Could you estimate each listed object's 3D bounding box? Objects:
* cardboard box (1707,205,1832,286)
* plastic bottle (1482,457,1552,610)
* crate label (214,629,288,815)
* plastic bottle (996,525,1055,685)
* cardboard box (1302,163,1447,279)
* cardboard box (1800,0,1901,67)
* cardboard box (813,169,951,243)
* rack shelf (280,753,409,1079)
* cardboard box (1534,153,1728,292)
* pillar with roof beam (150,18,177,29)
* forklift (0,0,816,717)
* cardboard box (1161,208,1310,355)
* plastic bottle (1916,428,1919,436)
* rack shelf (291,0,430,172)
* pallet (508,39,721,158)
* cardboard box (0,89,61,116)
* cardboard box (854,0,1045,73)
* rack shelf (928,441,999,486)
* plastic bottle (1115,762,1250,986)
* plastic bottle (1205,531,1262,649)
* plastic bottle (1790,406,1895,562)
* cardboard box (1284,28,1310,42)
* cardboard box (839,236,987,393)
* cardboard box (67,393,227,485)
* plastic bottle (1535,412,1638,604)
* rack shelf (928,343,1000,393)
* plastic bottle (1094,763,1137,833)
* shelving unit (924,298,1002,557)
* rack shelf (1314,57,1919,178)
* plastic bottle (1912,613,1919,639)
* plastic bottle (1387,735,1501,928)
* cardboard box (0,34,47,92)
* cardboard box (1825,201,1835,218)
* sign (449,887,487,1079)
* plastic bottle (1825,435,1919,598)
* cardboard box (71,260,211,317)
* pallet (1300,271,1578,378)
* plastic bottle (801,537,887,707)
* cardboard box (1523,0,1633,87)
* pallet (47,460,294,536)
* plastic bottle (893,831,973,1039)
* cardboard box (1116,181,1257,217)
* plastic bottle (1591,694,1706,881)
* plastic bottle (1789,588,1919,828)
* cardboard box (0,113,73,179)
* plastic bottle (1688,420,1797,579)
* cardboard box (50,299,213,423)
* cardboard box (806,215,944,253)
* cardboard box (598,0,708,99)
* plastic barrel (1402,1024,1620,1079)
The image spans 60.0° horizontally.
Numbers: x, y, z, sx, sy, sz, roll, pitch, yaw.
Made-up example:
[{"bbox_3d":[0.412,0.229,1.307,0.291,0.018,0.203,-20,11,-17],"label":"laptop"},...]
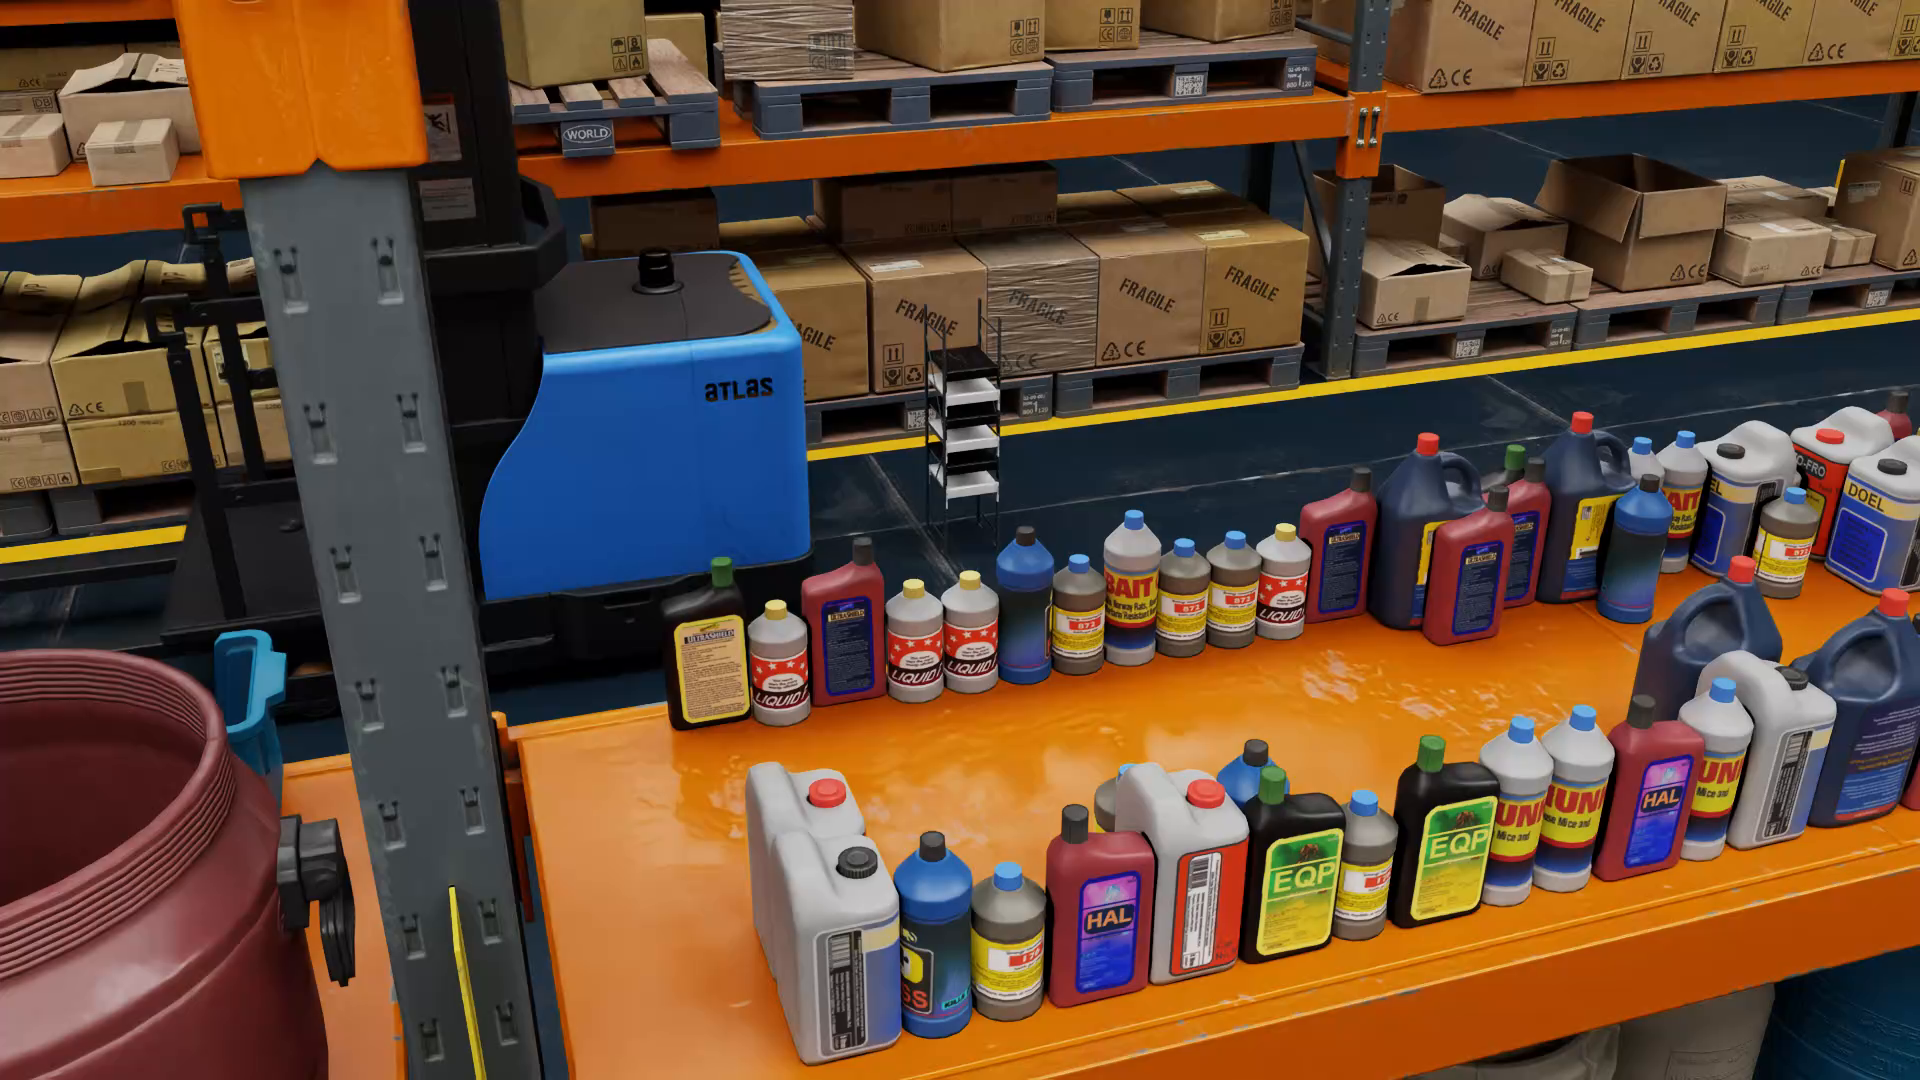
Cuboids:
[{"bbox_3d":[4.060,-1.516,8.527,0.500,0.250,0.500,-8,28,-16],"label":"cardboard box"},{"bbox_3d":[0.997,-0.010,3.028,0.133,0.283,0.061,-8,28,-16],"label":"plastic bottle"},{"bbox_3d":[-1.180,0.324,2.413,0.416,0.233,0.303,-8,28,-16],"label":"crate label"},{"bbox_3d":[0.109,0.104,2.812,0.097,0.271,0.097,0,26,0],"label":"plastic bottle"},{"bbox_3d":[2.064,-1.572,8.360,0.500,0.500,0.500,-8,28,-16],"label":"cardboard box"},{"bbox_3d":[4.103,-2.576,7.953,0.500,0.500,0.500,-8,28,-16],"label":"cardboard box"},{"bbox_3d":[-0.353,-1.539,7.450,0.500,0.250,0.500,-9,28,-17],"label":"cardboard box"},{"bbox_3d":[-2.565,0.947,1.779,4.000,0.370,1.077,-8,28,-16],"label":"rack shelf"},{"bbox_3d":[3.395,-1.636,8.485,0.637,0.503,0.797,-8,28,-16],"label":"cardboard box"},{"bbox_3d":[-3.902,-4.893,5.987,0.400,9.000,9.100,-8,28,-16],"label":"pillar with roof beam"},{"bbox_3d":[-2.055,-1.004,4.977,3.031,2.935,1.130,-8,27,-15],"label":"forklift"},{"bbox_3d":[1.229,-1.185,7.580,0.500,0.500,0.500,-8,28,-16],"label":"cardboard box"},{"bbox_3d":[1.930,-0.128,3.359,0.097,0.201,0.097,0,26,0],"label":"plastic bottle"},{"bbox_3d":[1.238,-0.948,2.221,4.000,0.370,1.077,-8,28,-16],"label":"rack shelf"},{"bbox_3d":[-1.571,-1.783,6.684,1.003,0.211,1.213,-8,28,-16],"label":"pallet"},{"bbox_3d":[-5.866,-2.620,10.471,0.500,0.500,0.700,-8,27,-16],"label":"cardboard box"},{"bbox_3d":[-0.051,-2.260,6.844,0.500,0.500,0.700,-16,31,-29],"label":"cardboard box"},{"bbox_3d":[0.008,-0.294,6.107,0.200,0.077,0.258,-8,28,-16],"label":"rack shelf"},{"bbox_3d":[0.288,0.418,2.174,0.135,0.276,0.152,-8,28,-16],"label":"plastic bottle"},{"bbox_3d":[0.479,0.082,2.936,0.097,0.201,0.097,0,26,0],"label":"plastic bottle"},{"bbox_3d":[1.702,-0.116,3.250,0.135,0.276,0.152,-8,28,-16],"label":"plastic bottle"},{"bbox_3d":[2.287,-3.733,12.734,0.500,0.500,0.700,-9,28,-18],"label":"cardboard box"},{"bbox_3d":[-0.203,-0.980,7.168,0.500,0.500,0.500,-9,28,-18],"label":"cardboard box"},{"bbox_3d":[-3.107,-0.454,6.411,0.500,0.250,0.500,-9,28,-17],"label":"cardboard box"},{"bbox_3d":[1.143,-0.070,3.074,0.185,0.351,0.144,-8,28,-16],"label":"plastic bottle"},{"bbox_3d":[0.008,-0.616,5.947,0.200,0.077,0.258,-8,28,-16],"label":"rack shelf"},{"bbox_3d":[0.232,0.401,2.292,0.097,0.201,0.097,0,26,0],"label":"plastic bottle"},{"bbox_3d":[0.008,-0.404,6.052,0.210,0.900,0.258,-8,28,-16],"label":"shelving unit"},{"bbox_3d":[3.511,-2.250,8.217,4.000,0.370,1.077,-8,28,-16],"label":"rack shelf"},{"bbox_3d":[1.443,0.237,2.543,0.097,0.271,0.097,0,26,0],"label":"plastic bottle"},{"bbox_3d":[0.649,0.384,2.235,0.133,0.283,0.061,-8,28,-16],"label":"plastic bottle"},{"bbox_3d":[-5.929,-2.946,10.284,0.500,0.250,0.500,-9,28,-18],"label":"cardboard box"},{"bbox_3d":[4.671,-1.829,9.251,0.250,0.166,0.380,-8,28,-16],"label":"cardboard box"},{"bbox_3d":[-0.486,0.508,1.671,0.005,0.325,0.100,-8,28,-16],"label":"sign"},{"bbox_3d":[1.749,-0.052,3.120,0.135,0.276,0.152,-8,28,-16],"label":"plastic bottle"},{"bbox_3d":[-3.279,-0.930,6.738,0.500,0.311,0.500,-9,28,-17],"label":"cardboard box"},{"bbox_3d":[2.263,-1.142,8.312,1.213,0.211,1.003,-8,28,-16],"label":"pallet"},{"bbox_3d":[-0.191,0.134,2.739,0.133,0.283,0.061,-8,28,-16],"label":"plastic bottle"},{"bbox_3d":[2.665,-2.368,7.534,0.500,0.500,0.500,-8,27,-15],"label":"cardboard box"},{"bbox_3d":[-2.988,-0.400,6.818,1.213,0.211,1.003,-8,28,-16],"label":"pallet"},{"bbox_3d":[-0.033,0.479,2.056,0.097,0.271,0.097,0,26,0],"label":"plastic bottle"},{"bbox_3d":[1.074,-1.410,8.034,0.500,0.500,0.500,-10,28,-18],"label":"cardboard box"},{"bbox_3d":[0.961,0.339,2.326,0.133,0.283,0.061,-8,28,-16],"label":"plastic bottle"},{"bbox_3d":[1.320,0.237,2.455,0.185,0.351,0.144,-8,28,-16],"label":"plastic bottle"},{"bbox_3d":[-3.389,-1.434,6.047,0.250,0.149,0.380,-6,27,-12],"label":"cardboard box"},{"bbox_3d":[1.481,-0.084,3.185,0.135,0.276,0.152,-8,28,-16],"label":"plastic bottle"},{"bbox_3d":[-3.108,-0.703,6.282,0.500,0.311,0.500,-9,28,-17],"label":"cardboard box"},{"bbox_3d":[-0.388,-1.197,7.605,0.500,0.500,0.500,-9,28,-18],"label":"cardboard box"},{"bbox_3d":[-2.156,-3.229,11.325,0.750,0.750,0.750,-8,28,-16],"label":"cardboard box"},{"bbox_3d":[0.870,1.011,3.080,0.708,0.588,0.600,-8,28,-16],"label":"plastic barrel"}]
